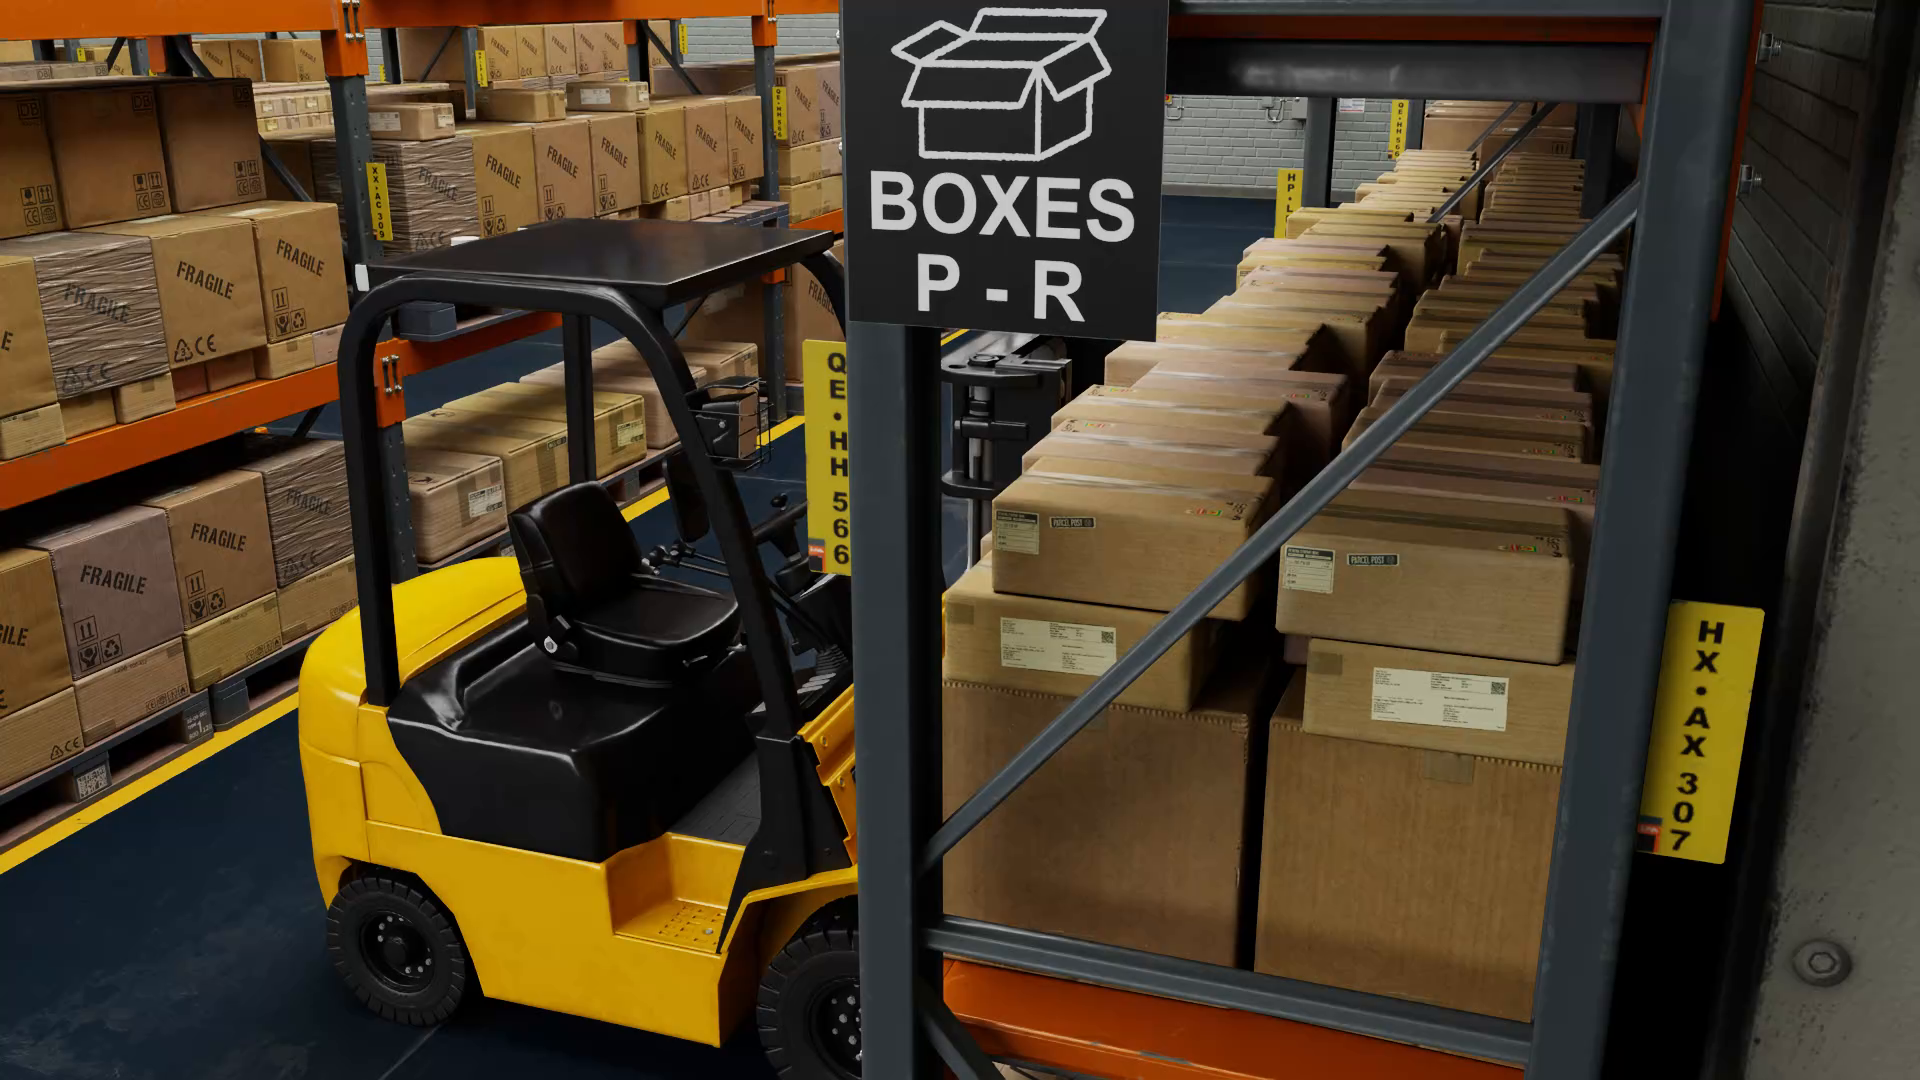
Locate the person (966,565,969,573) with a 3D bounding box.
[{"bbox_3d":[0.310,0.160,6.846,0.606,0.998,0.919,10,21,28],"label":"person"}]
